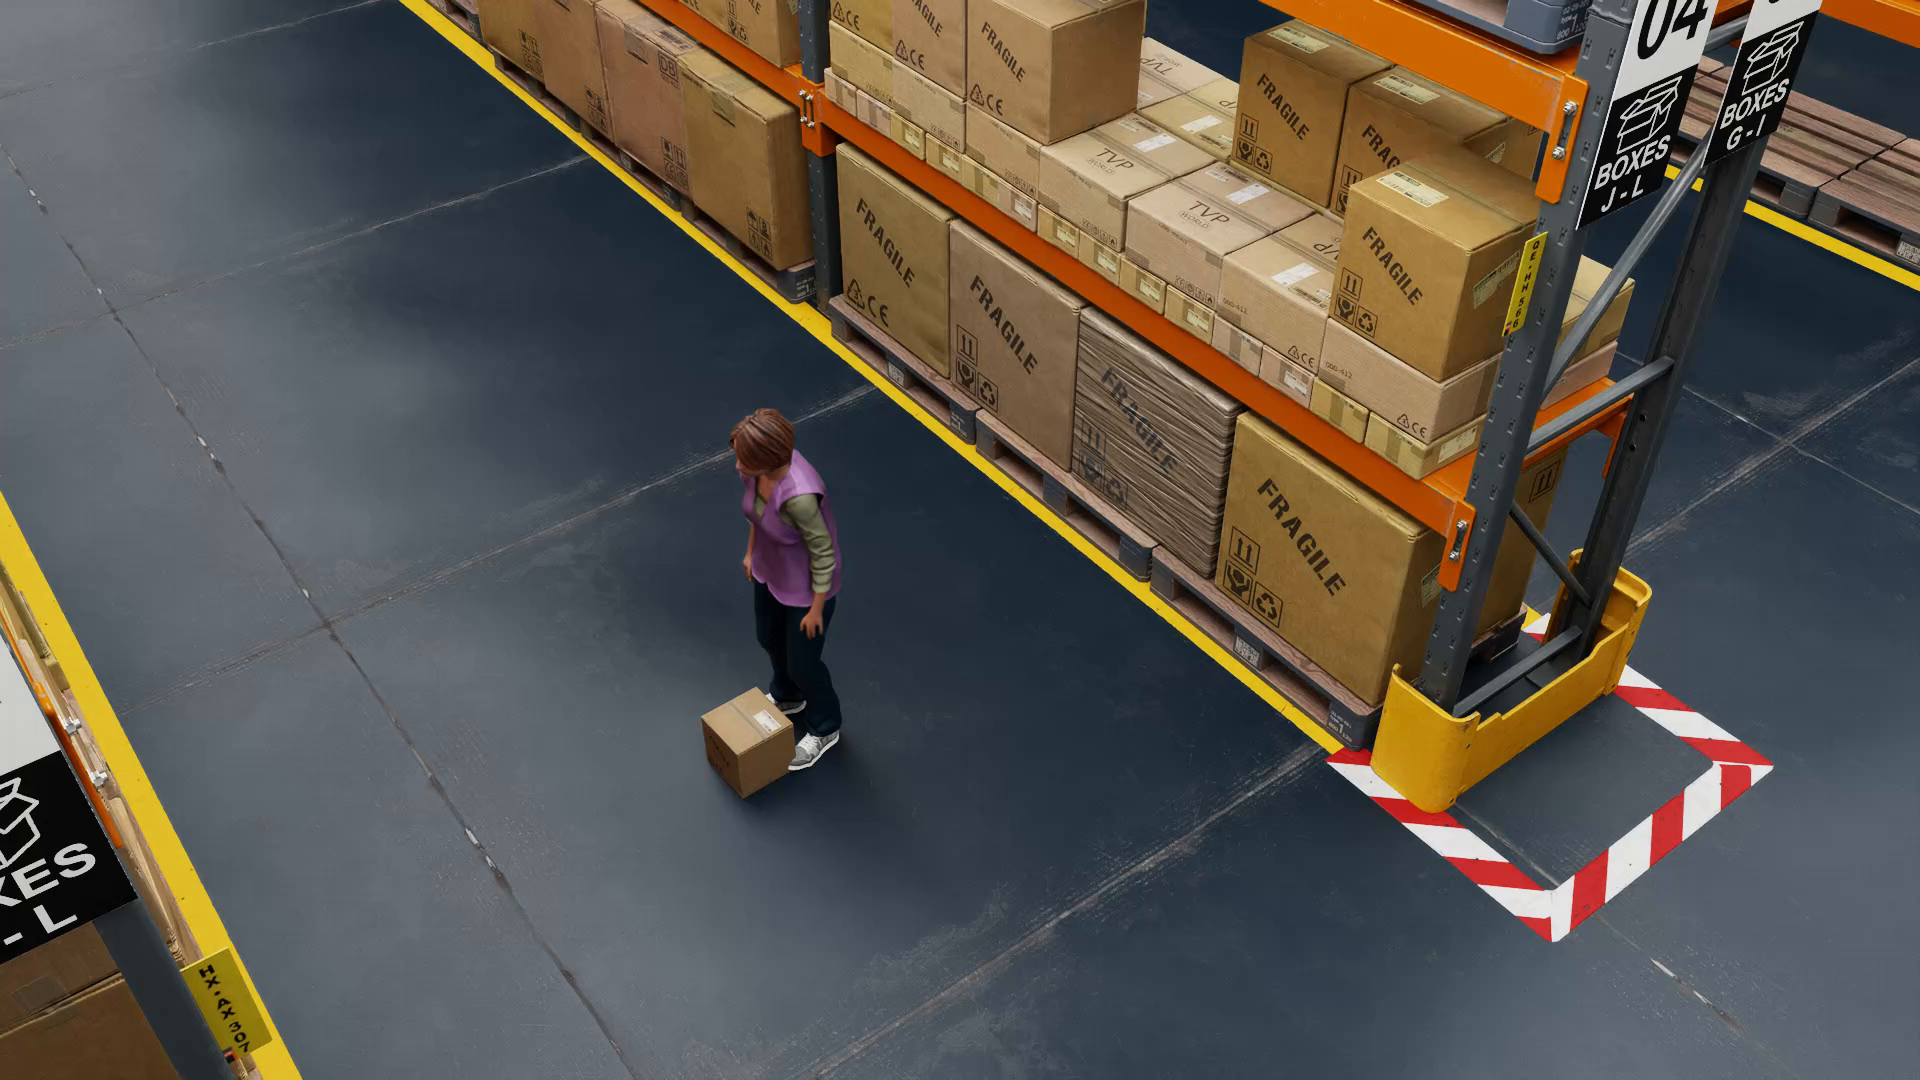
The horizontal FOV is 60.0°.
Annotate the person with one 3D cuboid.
[{"bbox_3d":[-0.612,0.157,5.985,0.343,1.593,0.462,-26,47,-27],"label":"person"}]
